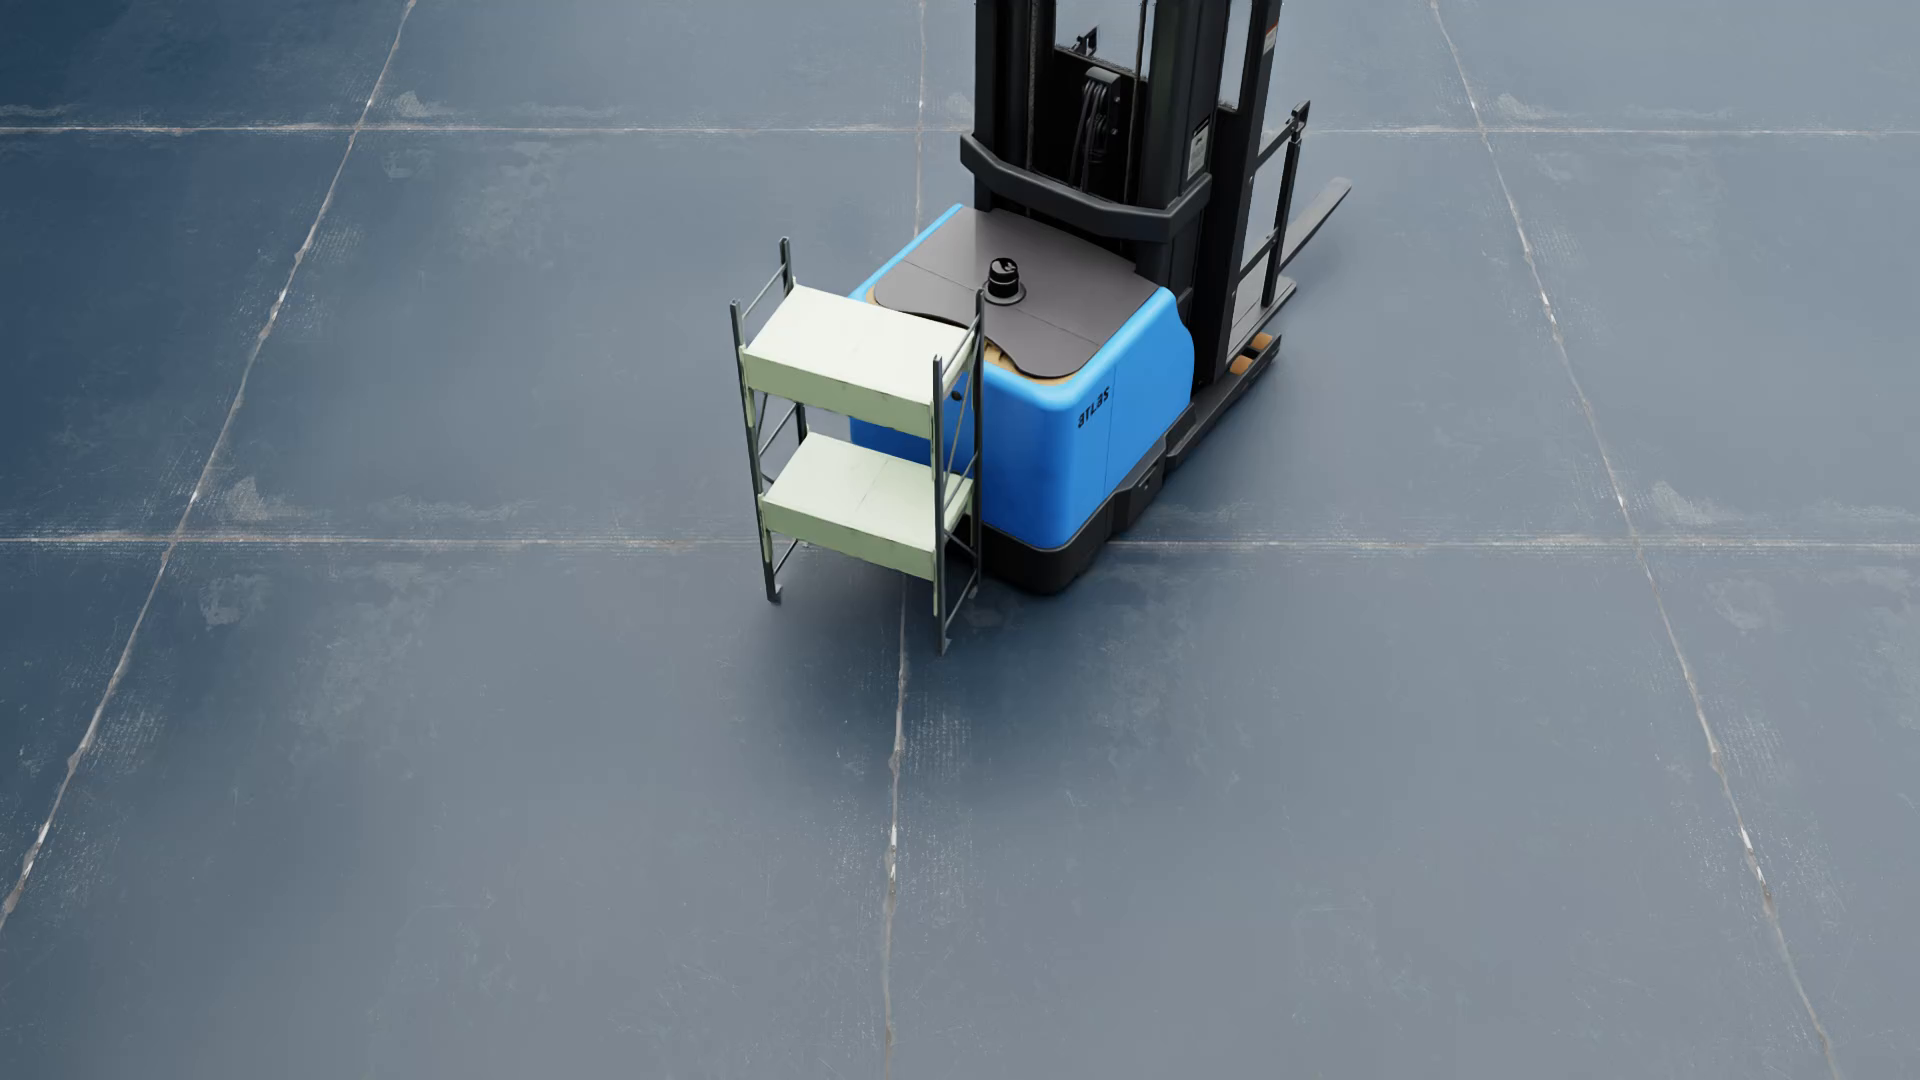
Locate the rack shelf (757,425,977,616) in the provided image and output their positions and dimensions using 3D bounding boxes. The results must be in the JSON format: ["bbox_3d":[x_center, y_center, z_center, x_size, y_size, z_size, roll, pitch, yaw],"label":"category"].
[{"bbox_3d":[15.568,-0.812,7.171,29.250,0.609,14.688,17,49,15],"label":"rack shelf"}]

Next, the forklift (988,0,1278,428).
[{"bbox_3d":[19.814,-3.974,4.374,32.329,9.011,24.583,27,53,23],"label":"forklift"}]

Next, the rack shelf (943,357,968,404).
[{"bbox_3d":[-0.340,-0.615,5.748,0.664,0.071,0.332,17,49,15],"label":"rack shelf"}]

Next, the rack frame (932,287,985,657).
[{"bbox_3d":[-0.002,-0.198,5.990,0.023,1.500,0.400,17,49,15],"label":"rack frame"}]

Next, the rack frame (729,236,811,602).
[{"bbox_3d":[-0.678,-0.403,6.182,0.023,1.500,0.400,17,49,15],"label":"rack frame"}]

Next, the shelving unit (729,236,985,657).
[{"bbox_3d":[15.560,-1.118,6.847,29.268,1.500,14.688,17,49,15],"label":"shelving unit"}]
